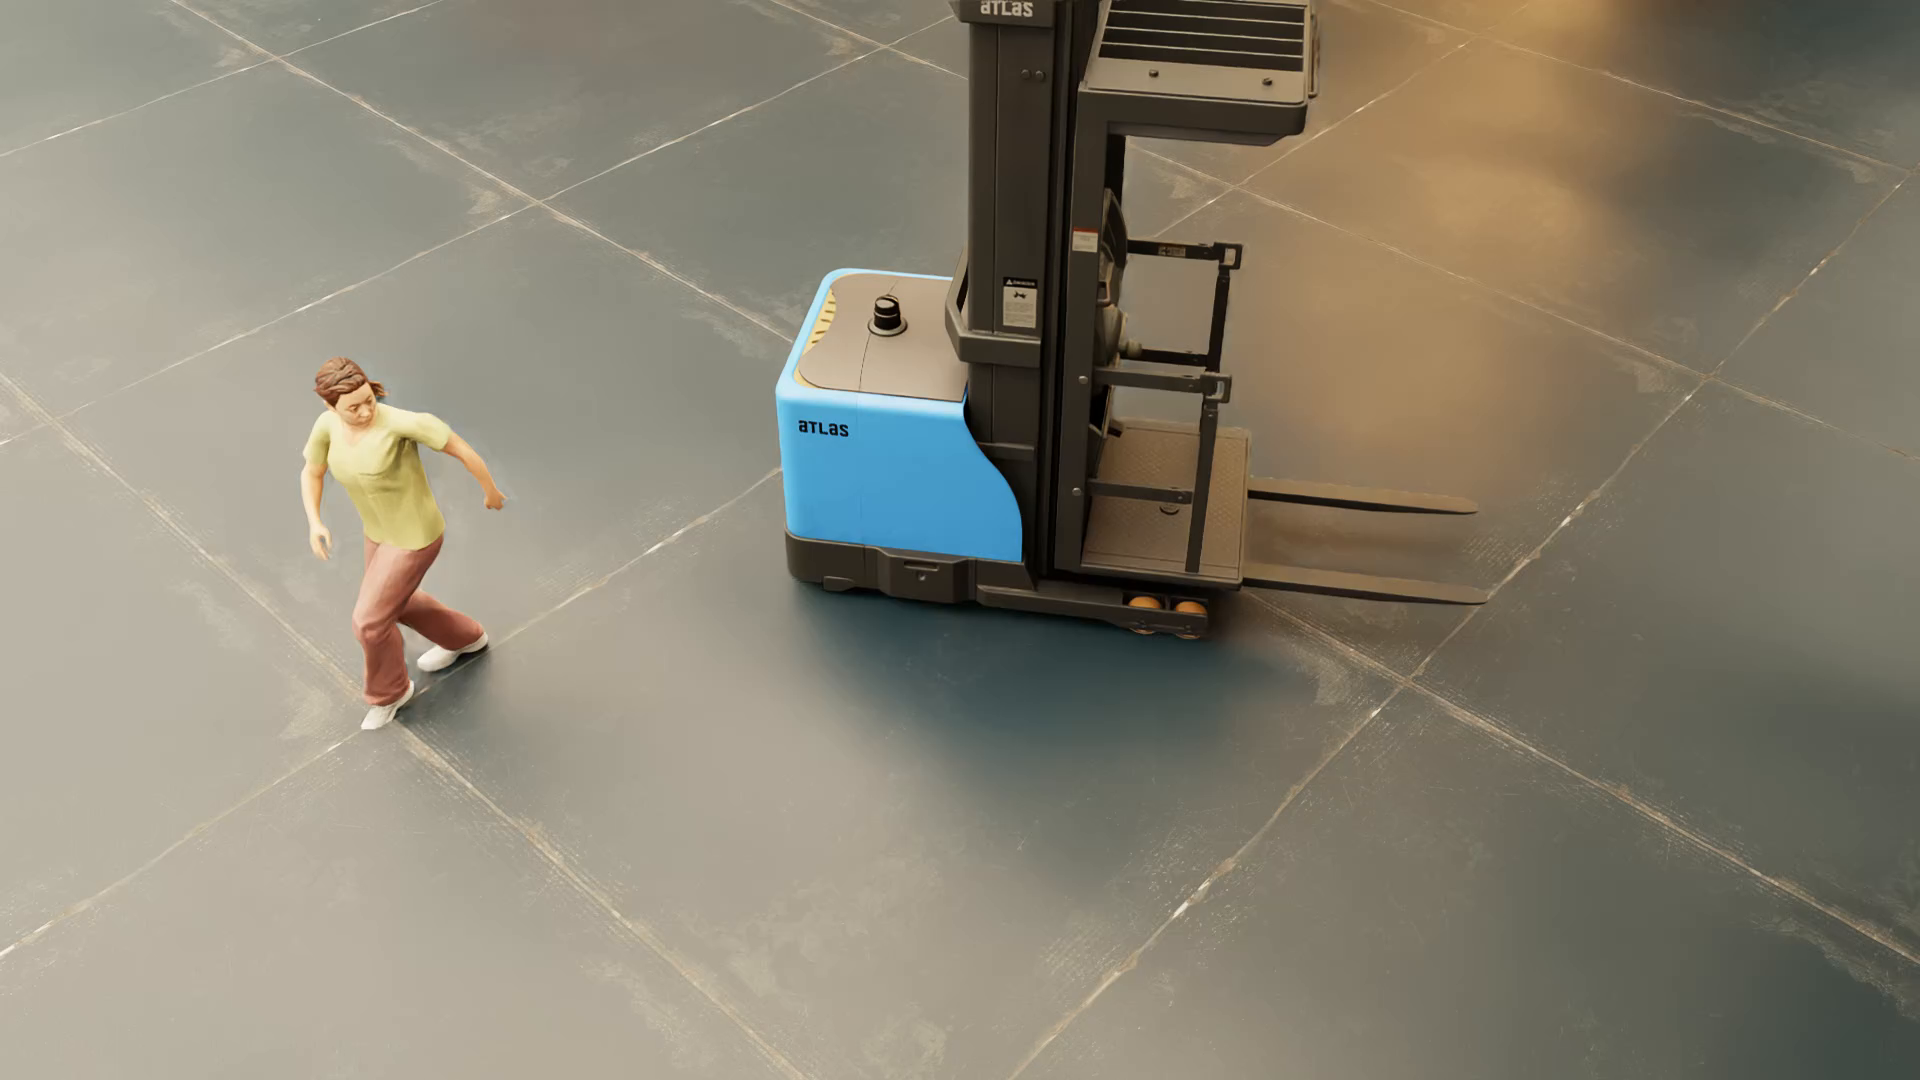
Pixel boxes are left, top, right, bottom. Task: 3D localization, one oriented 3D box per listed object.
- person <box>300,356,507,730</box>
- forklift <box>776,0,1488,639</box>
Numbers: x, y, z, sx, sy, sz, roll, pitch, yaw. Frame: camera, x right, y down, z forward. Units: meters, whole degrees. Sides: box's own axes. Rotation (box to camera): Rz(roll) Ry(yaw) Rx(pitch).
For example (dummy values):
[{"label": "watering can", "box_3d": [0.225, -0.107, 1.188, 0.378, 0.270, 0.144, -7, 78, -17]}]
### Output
[{"label": "person", "box_3d": [-2.215, -0.016, 6.504, 0.515, 1.669, 0.801, 30, 49, 30]}, {"label": "forklift", "box_3d": [0.795, -1.059, 6.662, 3.031, 2.935, 1.130, 6, 41, 7]}]
